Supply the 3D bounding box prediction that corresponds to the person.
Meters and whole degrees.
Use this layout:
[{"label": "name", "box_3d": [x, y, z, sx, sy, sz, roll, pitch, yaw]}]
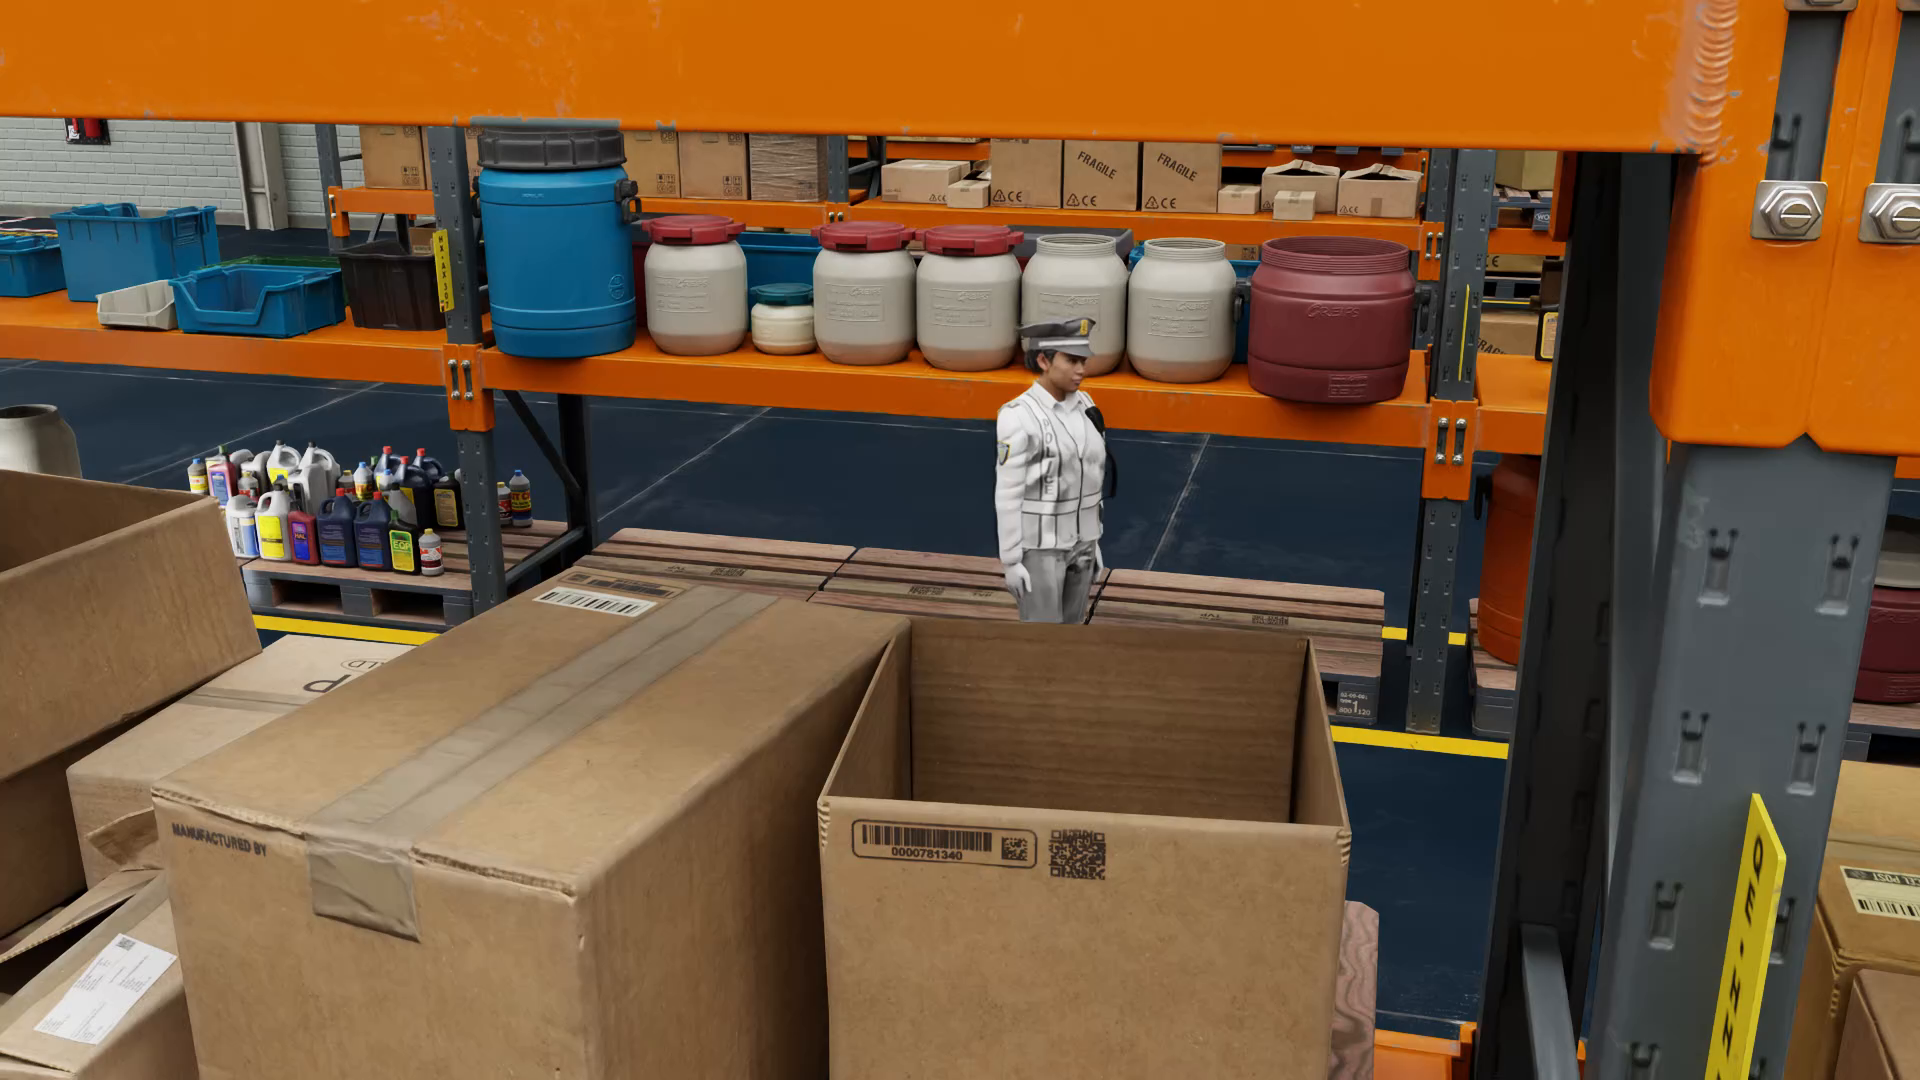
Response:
[{"label": "person", "box_3d": [0.353, 0.072, 5.852, 0.544, 1.717, 0.434, -16, 24, -39]}]
